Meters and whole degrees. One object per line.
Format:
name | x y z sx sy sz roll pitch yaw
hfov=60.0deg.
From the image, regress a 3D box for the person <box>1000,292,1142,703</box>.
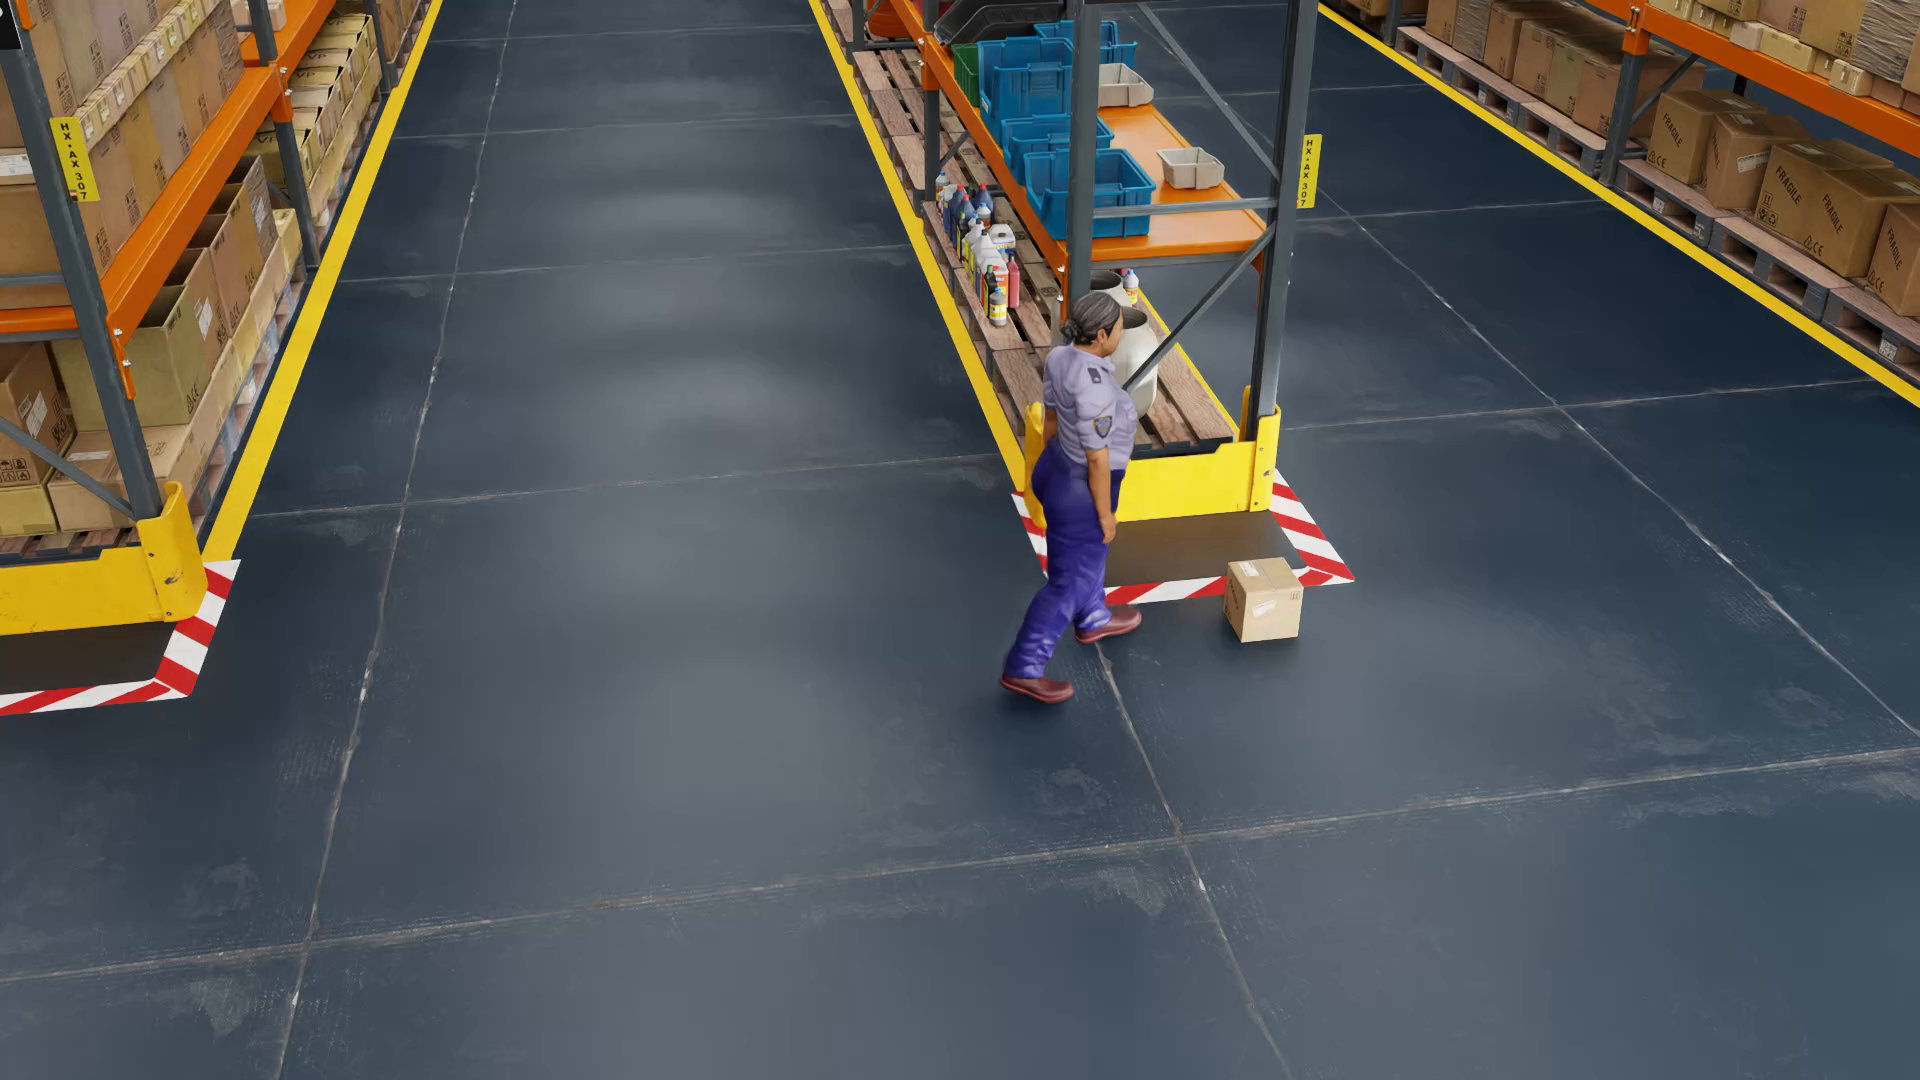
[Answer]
person | 0.474 -0.180 6.447 0.712 1.639 0.529 -7 32 -12
